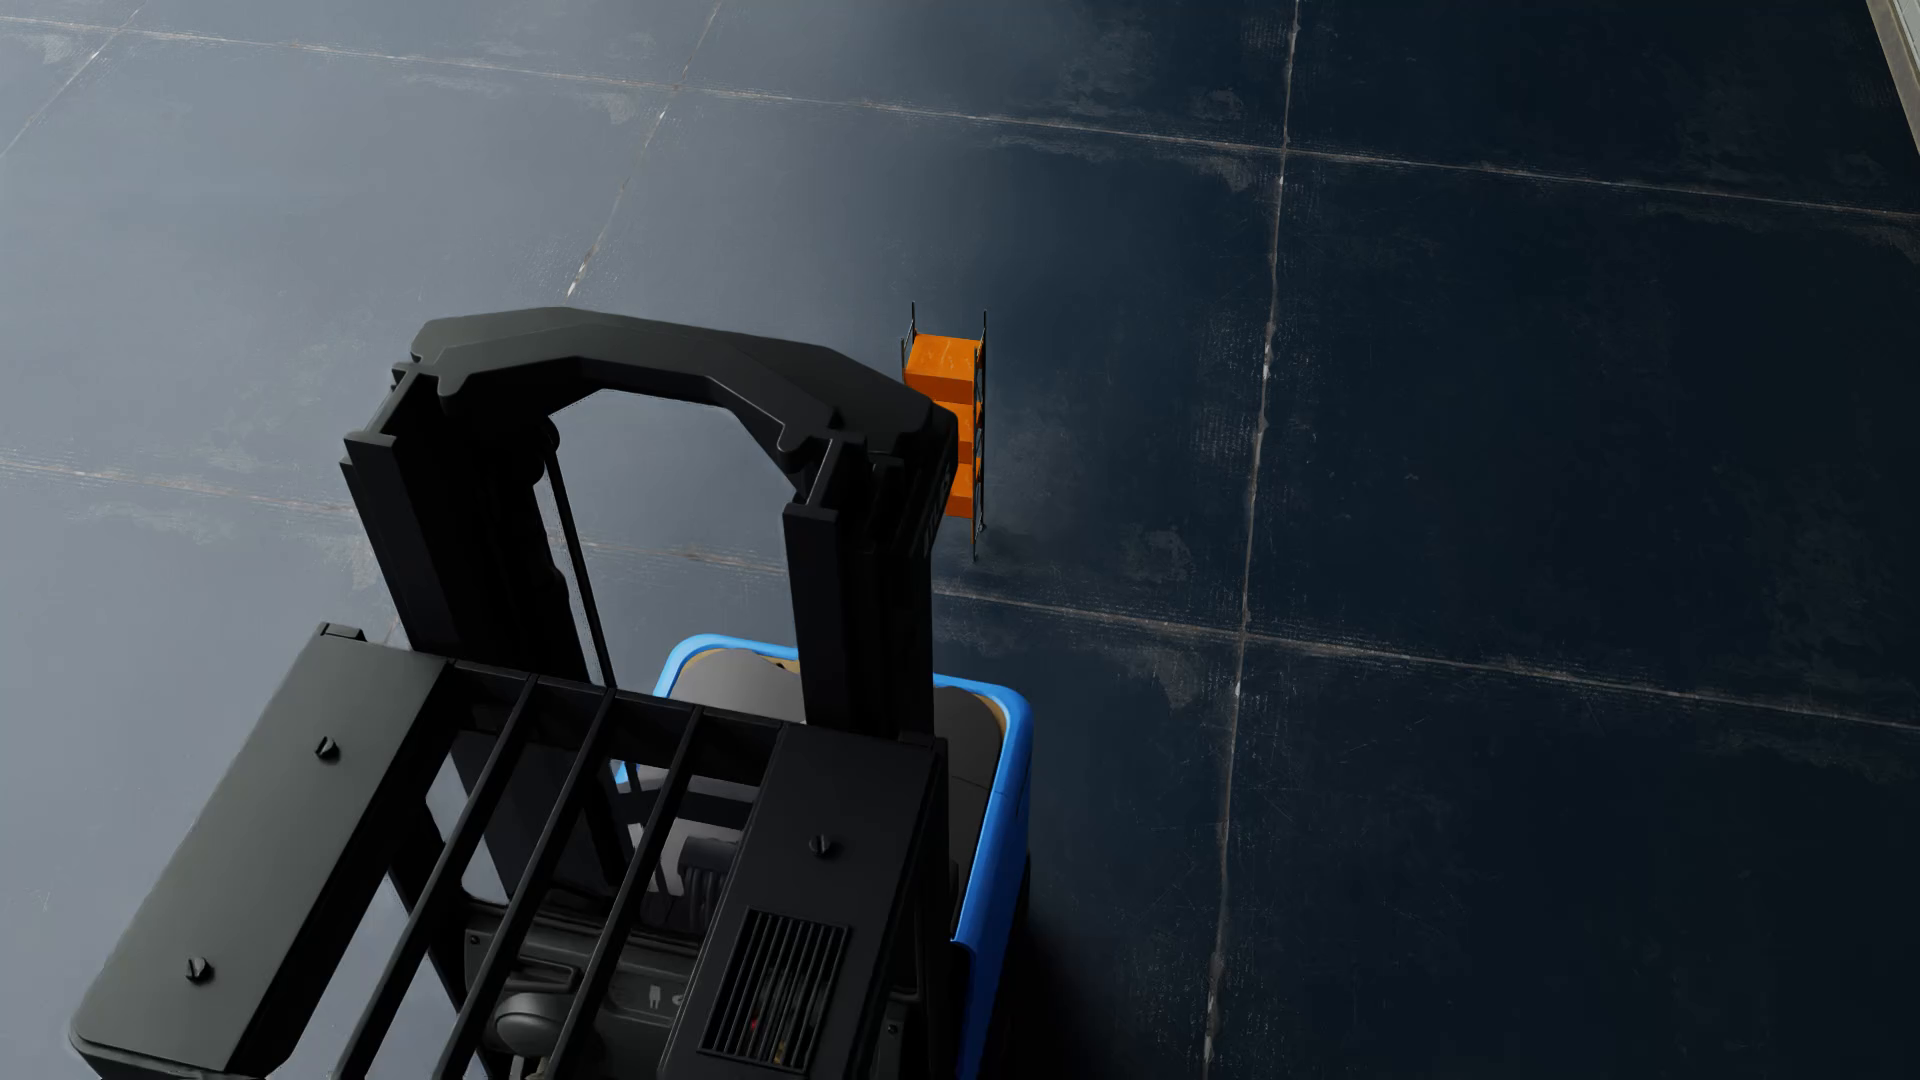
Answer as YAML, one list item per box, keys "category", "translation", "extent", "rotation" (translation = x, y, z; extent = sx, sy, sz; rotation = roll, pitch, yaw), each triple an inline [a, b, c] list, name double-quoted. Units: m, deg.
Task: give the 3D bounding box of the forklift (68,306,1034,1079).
- category: "forklift"
  translation: [-0.613, 1.133, 3.262]
  extent: [1.130, 2.935, 3.031]
  rotation: [10, 49, 8]

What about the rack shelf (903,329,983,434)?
- category: "rack shelf"
  translation: [-0.053, -0.541, 5.663]
  extent: [0.240, 0.259, 0.215]
  rotation: [8, 49, 7]

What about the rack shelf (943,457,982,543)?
- category: "rack shelf"
  translation: [-0.053, -0.165, 6.080]
  extent: [0.240, 0.259, 0.215]
  rotation: [8, 49, 7]

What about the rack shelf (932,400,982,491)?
- category: "rack shelf"
  translation: [-0.053, -0.351, 5.874]
  extent: [0.240, 0.259, 0.215]
  rotation: [8, 49, 7]

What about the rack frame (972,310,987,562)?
- category: "rack frame"
  translation: [0.067, -0.342, 5.851]
  extent: [0.008, 1.050, 0.200]
  rotation: [8, 49, 7]

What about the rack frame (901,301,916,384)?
- category: "rack frame"
  translation: [-0.173, -0.374, 5.880]
  extent: [0.008, 1.050, 0.200]
  rotation: [8, 49, 7]

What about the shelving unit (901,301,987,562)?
- category: "shelving unit"
  translation: [-0.053, -0.358, 5.866]
  extent: [0.252, 1.050, 0.215]
  rotation: [8, 49, 7]
